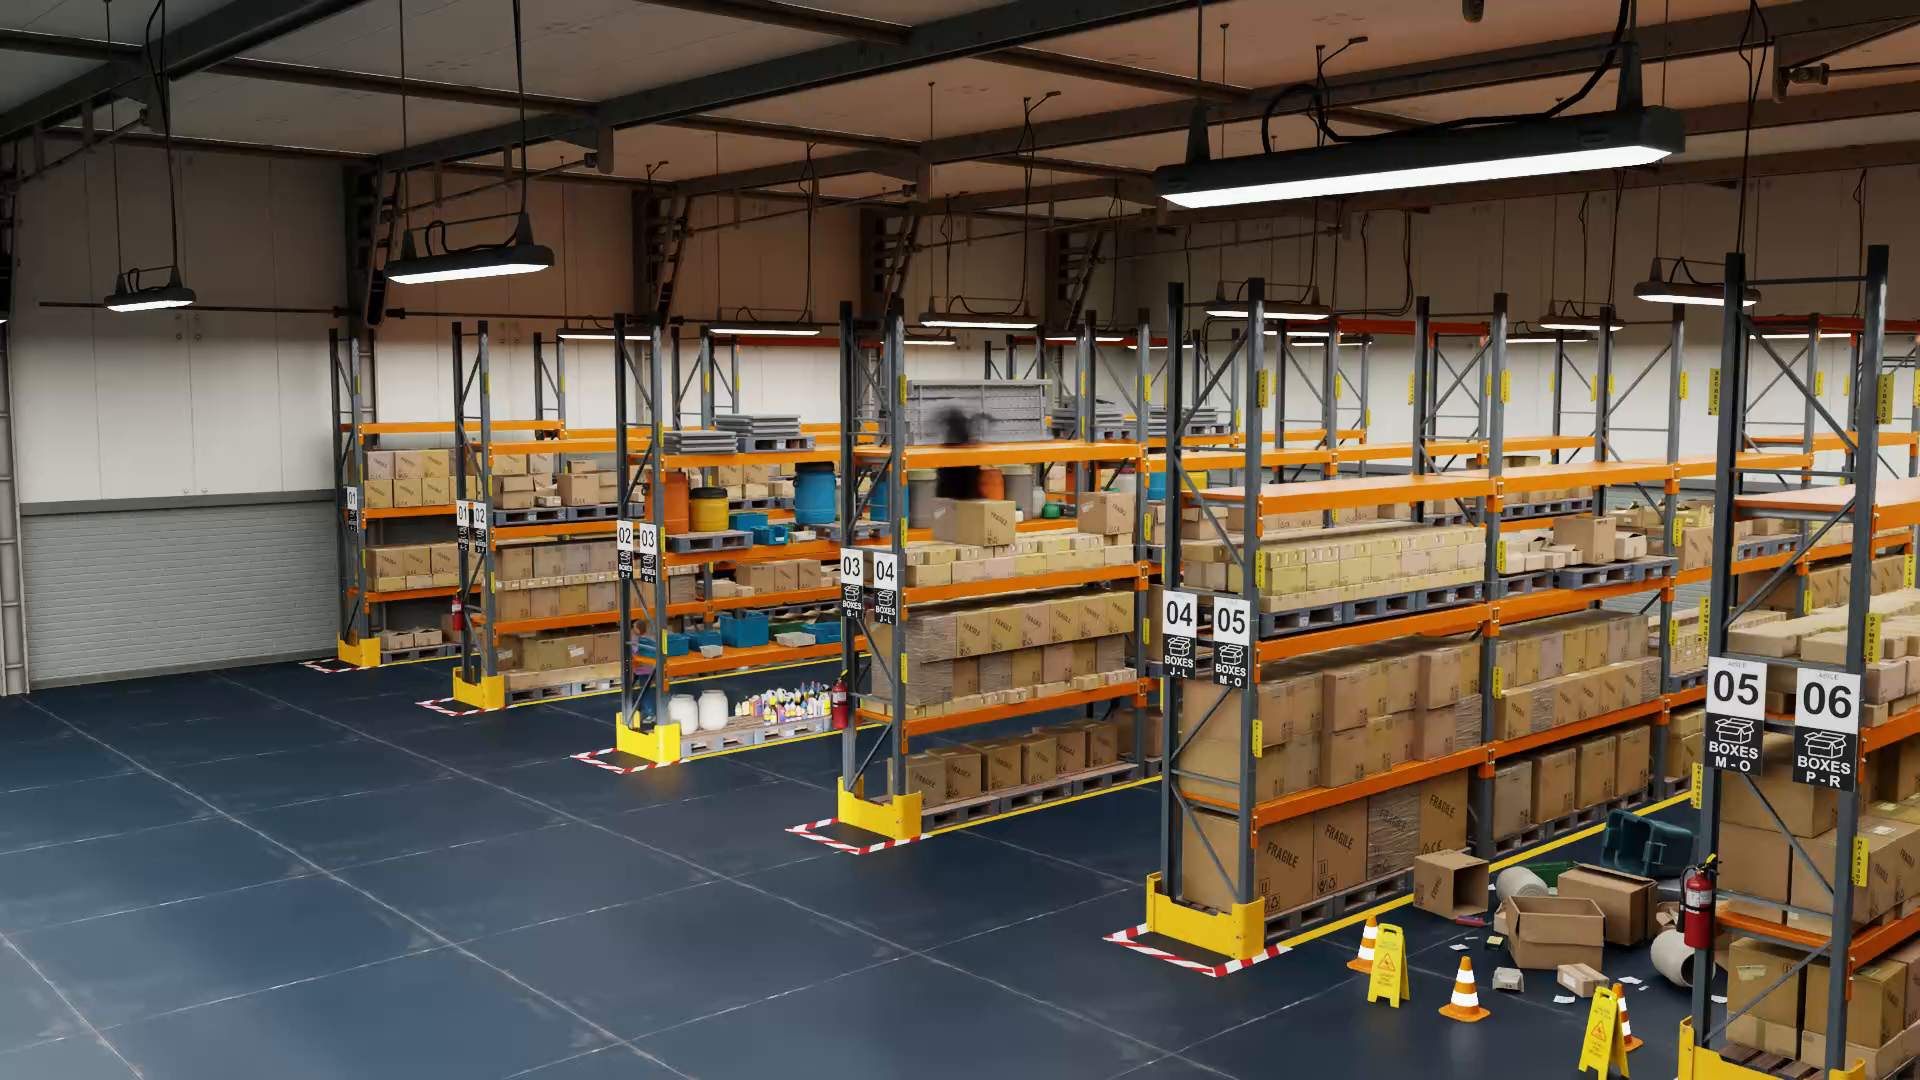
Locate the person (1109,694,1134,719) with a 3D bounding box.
[{"bbox_3d":[2.487,1.869,25.242,0.570,1.694,0.807,4,7,33],"label":"person"}]

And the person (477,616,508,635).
[{"bbox_3d":[-7.855,1.581,28.043,0.610,1.660,0.587,-6,8,-45],"label":"person"}]

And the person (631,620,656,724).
[{"bbox_3d":[-4.720,1.964,24.360,0.510,1.607,0.676,3,6,26],"label":"person"}]
